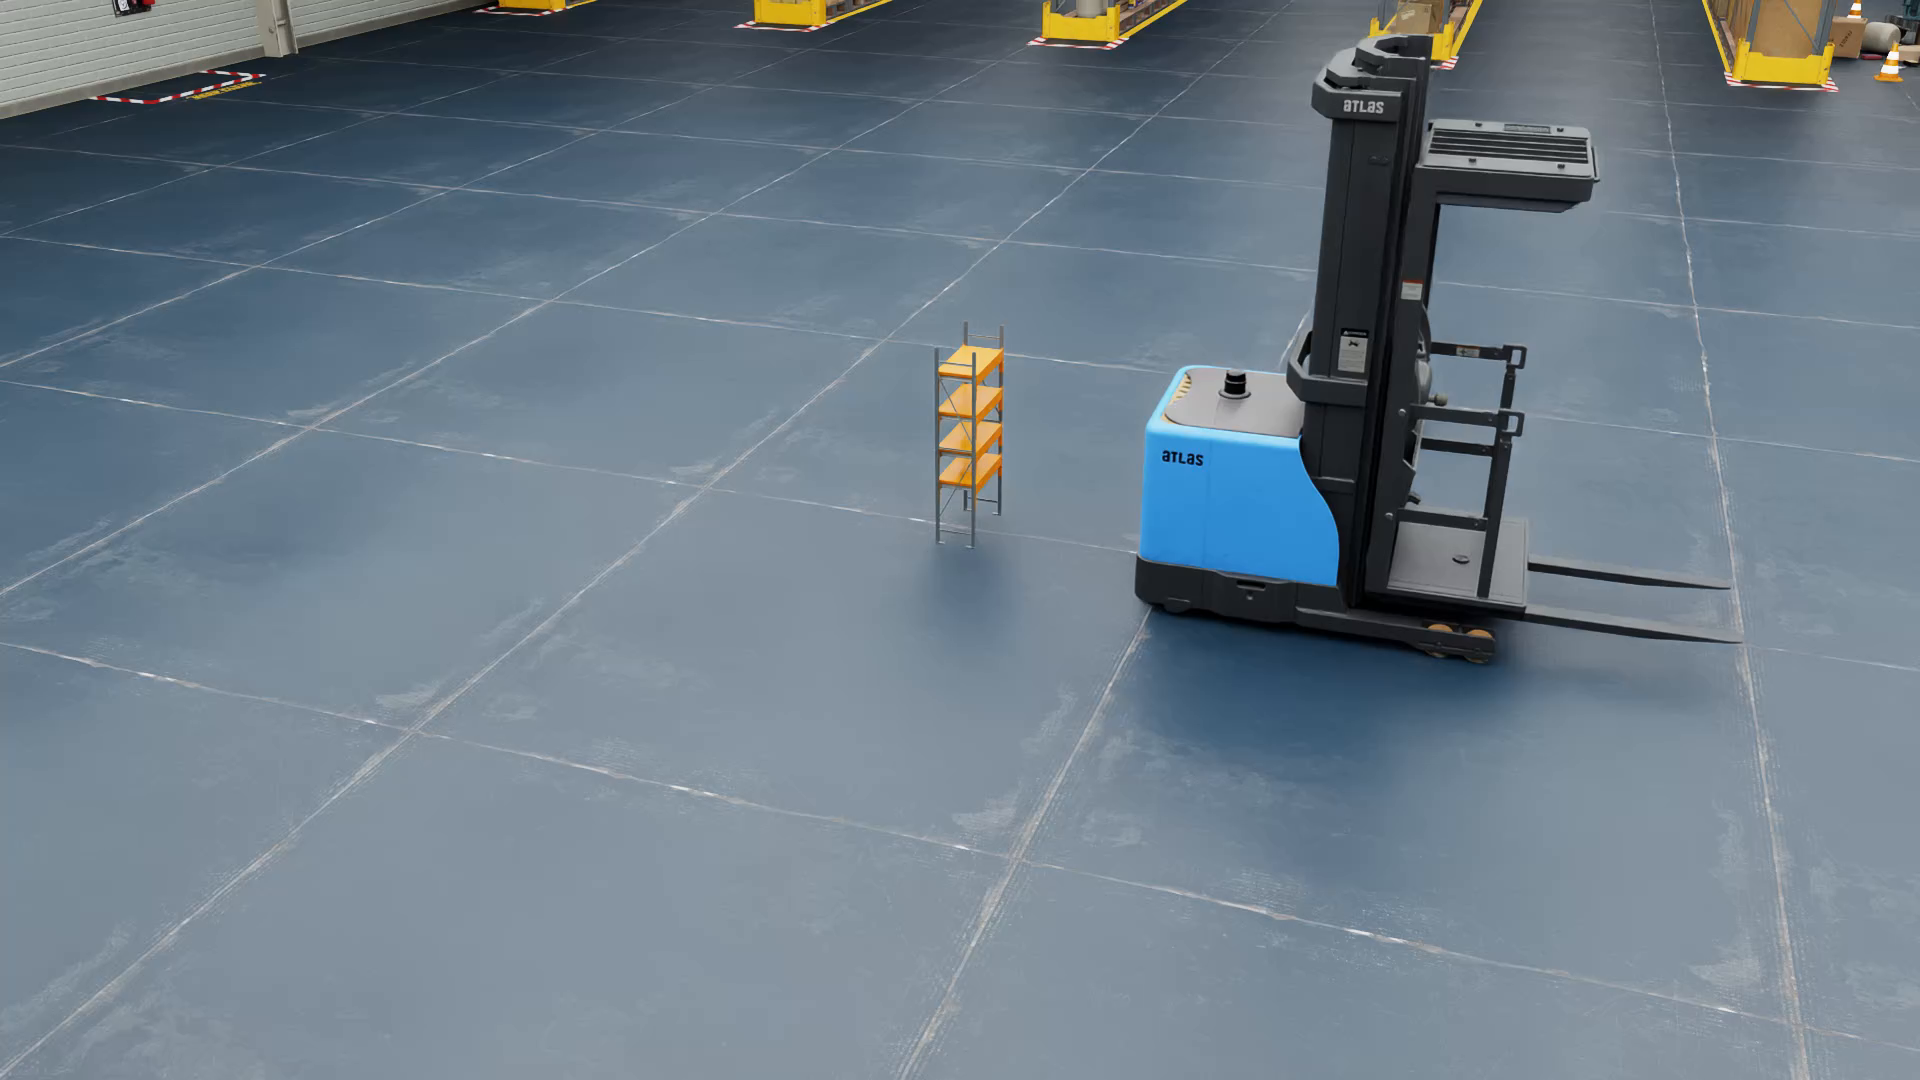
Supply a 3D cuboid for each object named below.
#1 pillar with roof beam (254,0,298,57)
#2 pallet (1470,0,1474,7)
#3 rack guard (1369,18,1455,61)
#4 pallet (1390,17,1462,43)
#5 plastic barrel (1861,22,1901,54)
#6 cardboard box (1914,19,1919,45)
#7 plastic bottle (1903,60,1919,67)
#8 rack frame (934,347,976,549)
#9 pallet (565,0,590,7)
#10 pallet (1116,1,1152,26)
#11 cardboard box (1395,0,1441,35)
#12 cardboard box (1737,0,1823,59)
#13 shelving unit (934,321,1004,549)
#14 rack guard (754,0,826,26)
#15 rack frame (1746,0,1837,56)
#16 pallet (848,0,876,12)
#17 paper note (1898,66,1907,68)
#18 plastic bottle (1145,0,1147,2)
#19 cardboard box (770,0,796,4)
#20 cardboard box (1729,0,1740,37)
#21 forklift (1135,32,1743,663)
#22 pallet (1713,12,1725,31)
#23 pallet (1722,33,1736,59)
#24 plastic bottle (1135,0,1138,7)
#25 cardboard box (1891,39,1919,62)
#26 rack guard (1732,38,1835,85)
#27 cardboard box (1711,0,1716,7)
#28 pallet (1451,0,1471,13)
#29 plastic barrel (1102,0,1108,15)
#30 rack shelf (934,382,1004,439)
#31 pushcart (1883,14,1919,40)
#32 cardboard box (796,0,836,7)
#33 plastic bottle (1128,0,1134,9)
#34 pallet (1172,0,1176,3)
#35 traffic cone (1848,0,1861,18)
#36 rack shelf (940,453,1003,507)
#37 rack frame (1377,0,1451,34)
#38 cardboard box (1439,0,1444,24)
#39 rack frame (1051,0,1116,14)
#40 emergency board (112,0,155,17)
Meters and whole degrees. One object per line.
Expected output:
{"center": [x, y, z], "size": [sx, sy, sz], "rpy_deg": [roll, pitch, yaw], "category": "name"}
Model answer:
{"center": [-5.967, -10.596, 21.309], "size": [9.100, 9.000, 0.400], "rpy_deg": [9, 27, 17], "category": "pillar with roof beam"}
{"center": [8.559, -9.630, 29.397], "size": [1.003, 0.211, 1.213], "rpy_deg": [9, 27, 17], "category": "pallet"}
{"center": [6.591, -7.324, 24.304], "size": [1.175, 0.500, 0.348], "rpy_deg": [9, 27, 17], "category": "rack guard"}
{"center": [7.302, -8.023, 26.078], "size": [1.003, 0.211, 1.213], "rpy_deg": [9, 27, 17], "category": "pallet"}
{"center": [13.610, -7.453, 24.657], "size": [0.421, 0.421, 0.512], "rpy_deg": [-14, 29, -27], "category": "plastic barrel"}
{"center": [14.412, -7.393, 24.286], "size": [0.797, 0.637, 0.503], "rpy_deg": [9, 27, 17], "category": "cardboard box"}
{"center": [13.575, -6.819, 23.763], "size": [0.133, 0.061, 0.283], "rpy_deg": [0, 26, -1], "category": "plastic bottle"}
{"center": [-0.026, -0.508, 9.422], "size": [0.240, 1.200, 0.015], "rpy_deg": [9, 27, 17], "category": "rack frame"}
{"center": [-7.118, -9.678, 29.496], "size": [1.003, 0.211, 1.213], "rpy_deg": [9, 27, 17], "category": "pallet"}
{"center": [2.559, -8.752, 27.584], "size": [1.003, 0.211, 1.213], "rpy_deg": [9, 27, 17], "category": "pallet"}
{"center": [6.789, -7.736, 24.673], "size": [0.500, 0.500, 0.500], "rpy_deg": [14, 29, 27], "category": "cardboard box"}
{"center": [11.373, -7.178, 23.090], "size": [0.875, 0.875, 0.875], "rpy_deg": [9, 27, 18], "category": "cardboard box"}
{"center": [0.055, -0.608, 9.629], "size": [0.258, 1.200, 0.503], "rpy_deg": [9, 27, 17], "category": "shelving unit"}
{"center": [-2.783, -8.721, 27.189], "size": [1.175, 0.500, 0.348], "rpy_deg": [9, 27, 17], "category": "rack guard"}
{"center": [11.210, -7.657, 22.123], "size": [1.000, 3.000, 0.127], "rpy_deg": [9, 27, 17], "category": "rack frame"}
{"center": [-2.152, -9.421, 28.966], "size": [1.003, 0.211, 1.213], "rpy_deg": [9, 27, 17], "category": "pallet"}
{"center": [13.318, -6.701, 23.558], "size": [0.144, 0.017, 0.142], "rpy_deg": [20, 32, 35], "category": "paper note"}
{"center": [3.055, -9.168, 27.864], "size": [0.152, 0.276, 0.135], "rpy_deg": [9, 27, 18], "category": "plastic bottle"}
{"center": [-2.875, -9.071, 27.716], "size": [0.500, 0.250, 0.500], "rpy_deg": [9, 27, 17], "category": "cardboard box"}
{"center": [11.969, -7.915, 24.611], "size": [0.875, 0.875, 0.875], "rpy_deg": [9, 27, 18], "category": "cardboard box"}
{"center": [2.519, -0.953, 8.356], "size": [3.031, 2.935, 1.130], "rpy_deg": [8, 27, 16], "category": "forklift"}
{"center": [12.726, -8.374, 26.803], "size": [1.003, 0.211, 1.213], "rpy_deg": [9, 27, 17], "category": "pallet"}
{"center": [11.809, -7.242, 24.465], "size": [1.003, 0.211, 1.213], "rpy_deg": [9, 27, 17], "category": "pallet"}
{"center": [2.885, -8.902, 27.306], "size": [0.061, 0.283, 0.133], "rpy_deg": [9, 27, 18], "category": "plastic bottle"}
{"center": [13.705, -7.097, 24.103], "size": [0.396, 0.266, 0.258], "rpy_deg": [14, 29, 26], "category": "cardboard box"}
{"center": [11.202, -6.522, 22.648], "size": [1.175, 0.500, 0.348], "rpy_deg": [9, 27, 17], "category": "rack guard"}
{"center": [12.987, -9.142, 27.288], "size": [1.050, 0.750, 0.750], "rpy_deg": [9, 27, 17], "category": "cardboard box"}
{"center": [8.155, -9.127, 28.358], "size": [1.003, 0.211, 1.213], "rpy_deg": [9, 27, 17], "category": "pallet"}
{"center": [2.209, -8.693, 26.636], "size": [0.421, 0.512, 0.421], "rpy_deg": [0, 26, 0], "category": "plastic barrel"}
{"center": [0.055, -0.749, 9.561], "size": [0.258, 0.148, 0.480], "rpy_deg": [9, 27, 17], "category": "rack shelf"}
{"center": [15.075, -7.755, 25.333], "size": [1.648, 0.377, 0.936], "rpy_deg": [0, 26, -1], "category": "pushcart"}
{"center": [-2.386, -8.996, 27.561], "size": [0.500, 0.250, 0.500], "rpy_deg": [9, 27, 17], "category": "cardboard box"}
{"center": [2.792, -8.806, 27.122], "size": [0.097, 0.271, 0.097], "rpy_deg": [0, 26, 0], "category": "plastic bottle"}
{"center": [3.451, -9.854, 29.859], "size": [1.003, 0.211, 1.213], "rpy_deg": [9, 27, 17], "category": "pallet"}
{"center": [14.411, -8.491, 26.757], "size": [0.336, 0.463, 0.334], "rpy_deg": [9, 27, 17], "category": "traffic cone"}
{"center": [0.055, -0.369, 9.745], "size": [0.258, 0.148, 0.480], "rpy_deg": [9, 27, 17], "category": "rack shelf"}
{"center": [6.566, -8.418, 23.695], "size": [1.000, 3.000, 0.127], "rpy_deg": [9, 27, 17], "category": "rack frame"}
{"center": [7.182, -8.241, 25.716], "size": [0.500, 0.500, 0.500], "rpy_deg": [11, 28, 22], "category": "cardboard box"}
{"center": [1.895, -9.136, 25.178], "size": [1.000, 3.000, 0.127], "rpy_deg": [9, 27, 17], "category": "rack frame"}
{"center": [-10.885, -7.511, 21.820], "size": [0.194, 1.169, 0.643], "rpy_deg": [9, 27, 17], "category": "emergency board"}
